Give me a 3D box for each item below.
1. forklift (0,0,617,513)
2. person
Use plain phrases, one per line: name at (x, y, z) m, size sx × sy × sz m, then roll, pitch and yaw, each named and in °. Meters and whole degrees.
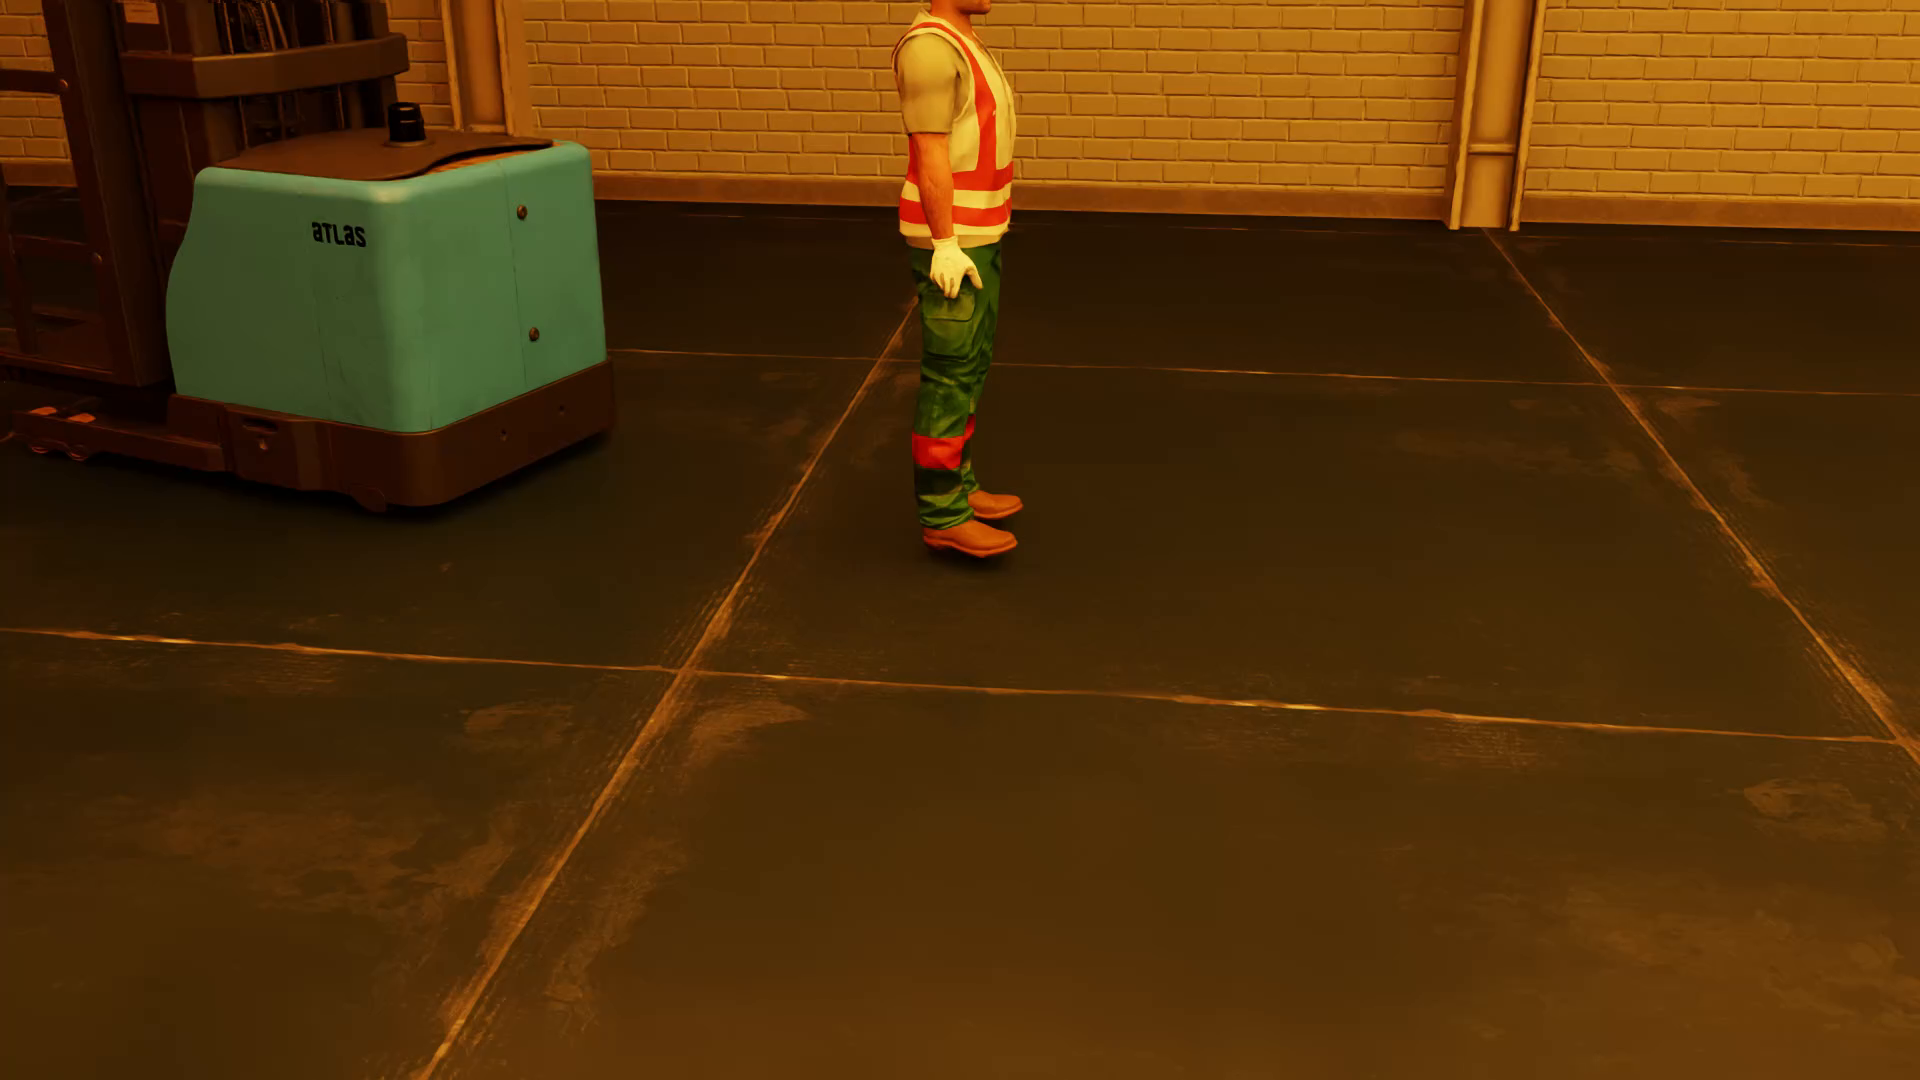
forklift at (-2.806, -1.803, 5.731) m, size 3.031 × 2.935 × 1.130 m, roll 10°, pitch 24°, yaw 23°
person at (0.012, -0.871, 4.837) m, size 0.370 × 1.795 × 0.536 m, roll 3°, pitch 22°, yaw 7°
